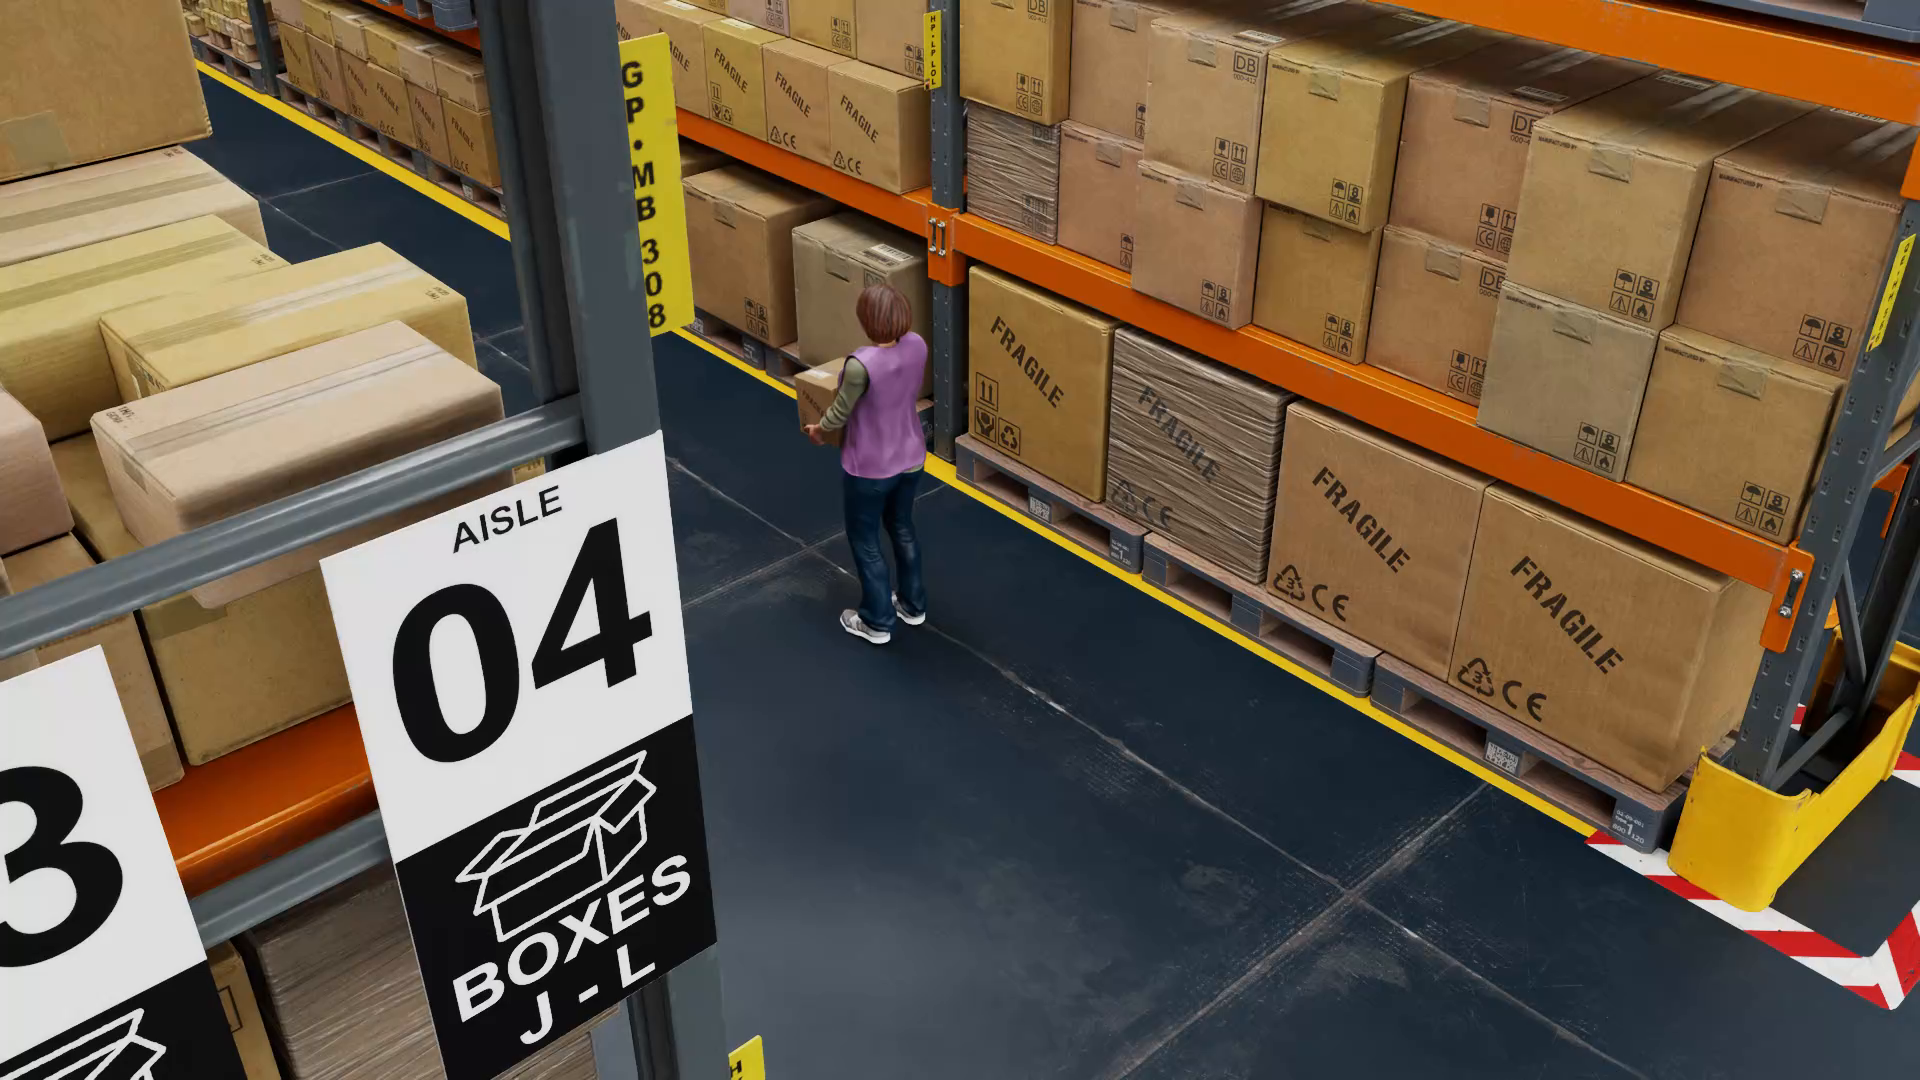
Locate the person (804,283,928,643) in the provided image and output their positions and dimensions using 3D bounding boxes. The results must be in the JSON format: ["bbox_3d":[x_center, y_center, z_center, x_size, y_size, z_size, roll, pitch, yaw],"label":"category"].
[{"bbox_3d":[-0.368,-0.336,6.684,0.407,1.588,0.496,-26,41,-35],"label":"person"}]
